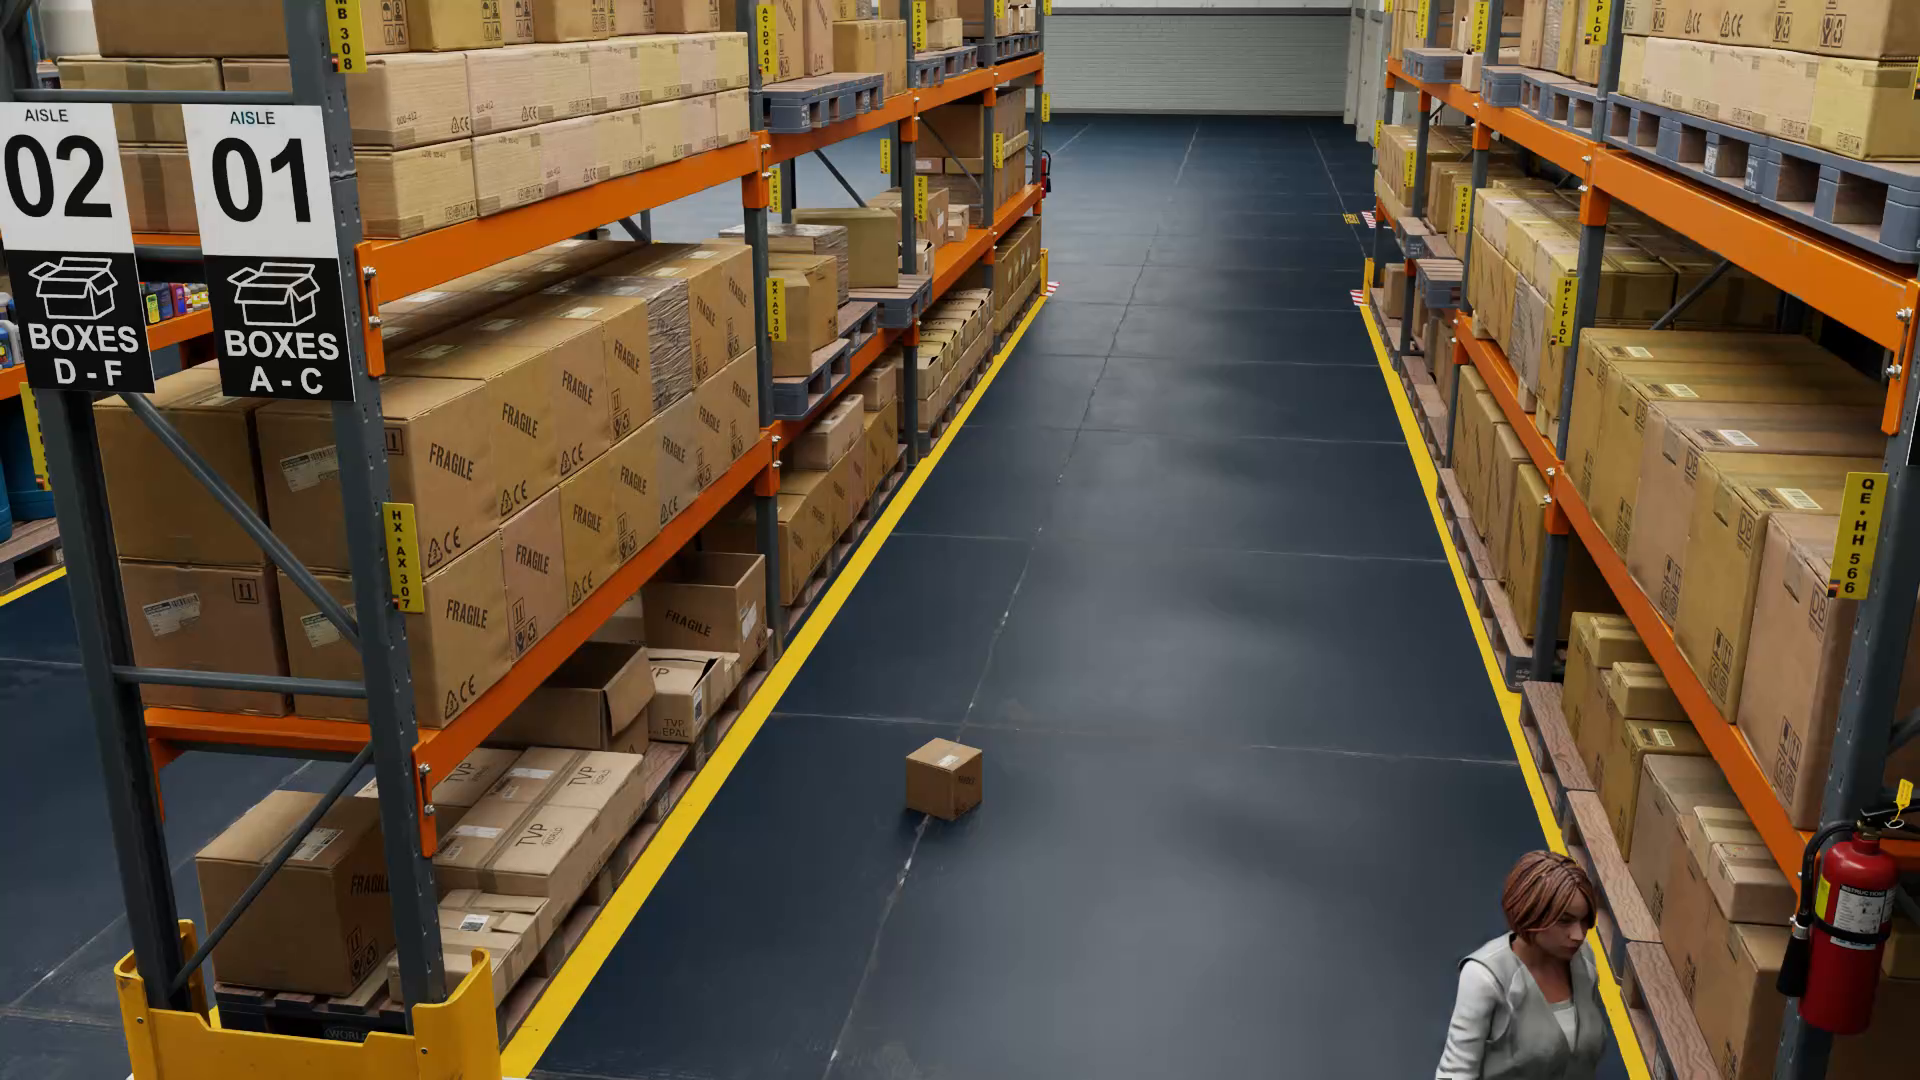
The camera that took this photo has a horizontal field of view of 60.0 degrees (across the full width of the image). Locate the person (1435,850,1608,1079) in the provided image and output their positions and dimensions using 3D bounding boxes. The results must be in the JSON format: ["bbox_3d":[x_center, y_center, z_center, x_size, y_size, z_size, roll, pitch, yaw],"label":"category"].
[{"bbox_3d":[1.318,1.459,4.068,0.439,1.588,0.545,-8,20,-23],"label":"person"}]
